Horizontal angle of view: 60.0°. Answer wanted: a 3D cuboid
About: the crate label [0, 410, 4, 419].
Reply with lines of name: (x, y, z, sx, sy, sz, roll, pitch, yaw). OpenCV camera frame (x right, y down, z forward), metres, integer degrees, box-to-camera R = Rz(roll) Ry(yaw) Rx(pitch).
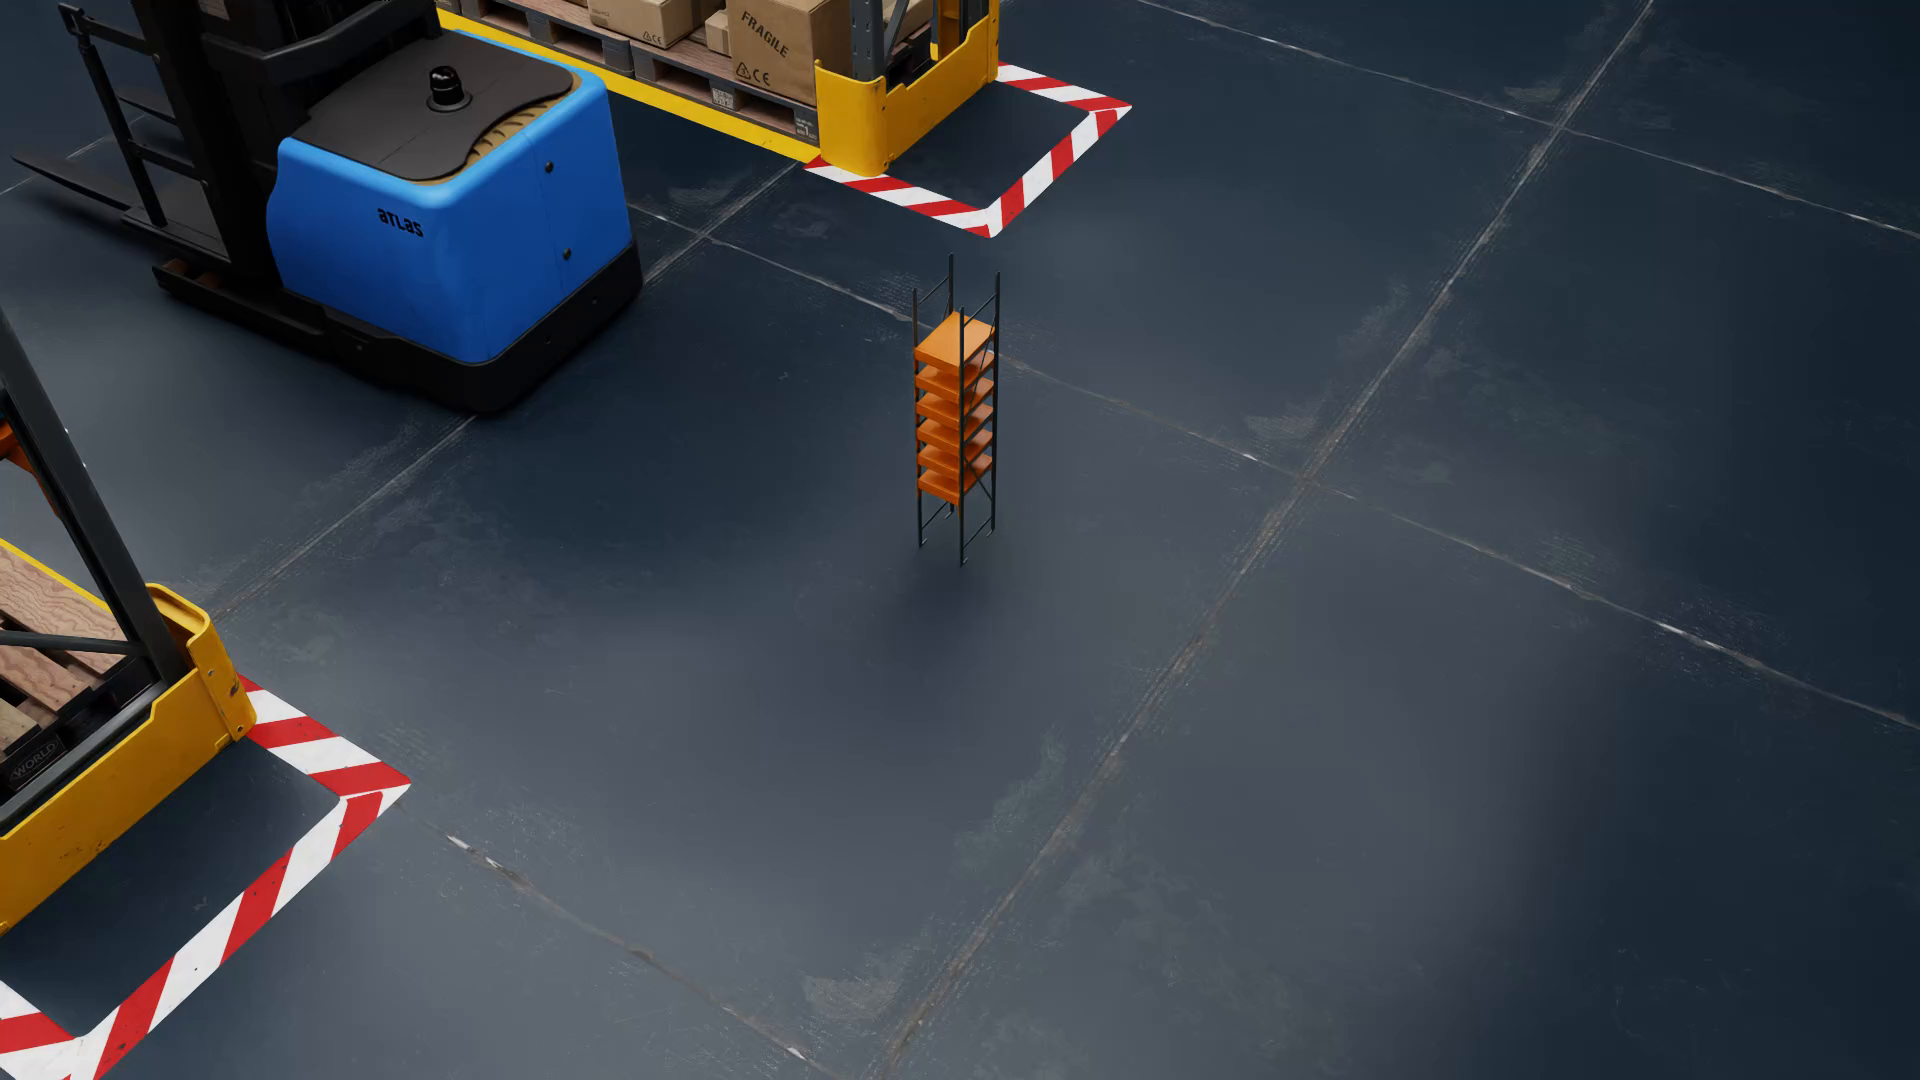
crate label: (-2.883, -0.414, 4.635, 0.303, 0.233, 0.416, 25, 51, 22)

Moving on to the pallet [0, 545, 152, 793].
pallet: (-3.526, 0.472, 5.644, 1.213, 0.211, 1.003, 25, 51, 22)

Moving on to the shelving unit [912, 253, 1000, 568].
shelving unit: (-0.012, -0.424, 5.825, 0.189, 1.200, 0.258, 25, 51, 22)

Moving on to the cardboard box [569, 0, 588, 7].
cardboard box: (-1.958, -3.253, 8.754, 0.637, 0.503, 0.797, 25, 51, 22)

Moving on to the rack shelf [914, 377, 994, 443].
rack shelf: (-0.012, -0.476, 5.771, 0.180, 0.103, 0.258, 25, 51, 22)

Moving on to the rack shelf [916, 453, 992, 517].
rack shelf: (-0.012, -0.226, 6.029, 0.180, 0.103, 0.258, 25, 51, 22)

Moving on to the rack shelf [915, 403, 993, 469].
rack shelf: (-0.012, -0.393, 5.857, 0.180, 0.103, 0.258, 25, 51, 22)

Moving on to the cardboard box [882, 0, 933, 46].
cardboard box: (-0.342, -2.675, 8.439, 0.250, 0.149, 0.380, 25, 51, 22)

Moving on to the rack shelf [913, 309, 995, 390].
rack shelf: (-0.012, -0.644, 5.599, 0.180, 0.103, 0.258, 25, 51, 22)

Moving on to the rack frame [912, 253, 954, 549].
rack frame: (-0.089, -0.459, 5.860, 0.006, 1.200, 0.240, 25, 51, 22)

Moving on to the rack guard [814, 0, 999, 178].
rack guard: (-0.239, -2.304, 8.140, 0.348, 0.500, 1.175, 25, 51, 22)

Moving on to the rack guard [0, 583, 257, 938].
rack guard: (-2.825, 0.716, 5.206, 0.348, 0.500, 1.175, 25, 51, 22)

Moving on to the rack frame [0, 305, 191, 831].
rack frame: (-2.853, -0.157, 4.311, 0.127, 3.000, 1.000, 25, 51, 22)

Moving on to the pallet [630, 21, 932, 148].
pallet: (-0.911, -2.511, 8.543, 1.213, 0.211, 1.003, 25, 51, 22)

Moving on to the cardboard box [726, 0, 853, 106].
cardboard box: (-0.766, -2.489, 8.014, 0.500, 0.500, 0.500, 25, 51, 22)

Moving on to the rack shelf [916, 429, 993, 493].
rack shelf: (-0.012, -0.309, 5.943, 0.180, 0.103, 0.258, 25, 51, 22)

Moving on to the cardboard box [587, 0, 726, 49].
cardboard box: (-1.549, -2.788, 8.478, 0.500, 0.250, 0.500, 25, 51, 22)

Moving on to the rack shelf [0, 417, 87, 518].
rack shelf: (-4.536, -0.680, 5.321, 4.000, 0.370, 1.077, 25, 51, 22)

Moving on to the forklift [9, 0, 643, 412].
forklift: (-2.913, -2.320, 6.461, 3.031, 2.935, 1.130, 22, 50, 20)

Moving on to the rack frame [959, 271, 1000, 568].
rack frame: (0.065, -0.388, 5.791, 0.006, 1.200, 0.240, 25, 51, 22)

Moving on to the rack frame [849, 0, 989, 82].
rack frame: (-0.175, -3.145, 7.215, 0.127, 3.000, 1.000, 25, 51, 22)

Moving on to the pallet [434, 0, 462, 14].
pallet: (-2.965, -3.456, 9.461, 1.213, 0.211, 1.003, 25, 51, 22)

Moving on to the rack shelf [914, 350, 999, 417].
rack shelf: (-0.012, -0.560, 5.685, 0.180, 0.103, 0.258, 25, 51, 22)

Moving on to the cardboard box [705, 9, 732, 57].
cardboard box: (-1.058, -2.584, 8.339, 0.250, 0.166, 0.380, 25, 51, 22)

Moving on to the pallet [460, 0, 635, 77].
pallet: (-1.934, -2.984, 9.003, 1.213, 0.211, 1.003, 25, 51, 22)
